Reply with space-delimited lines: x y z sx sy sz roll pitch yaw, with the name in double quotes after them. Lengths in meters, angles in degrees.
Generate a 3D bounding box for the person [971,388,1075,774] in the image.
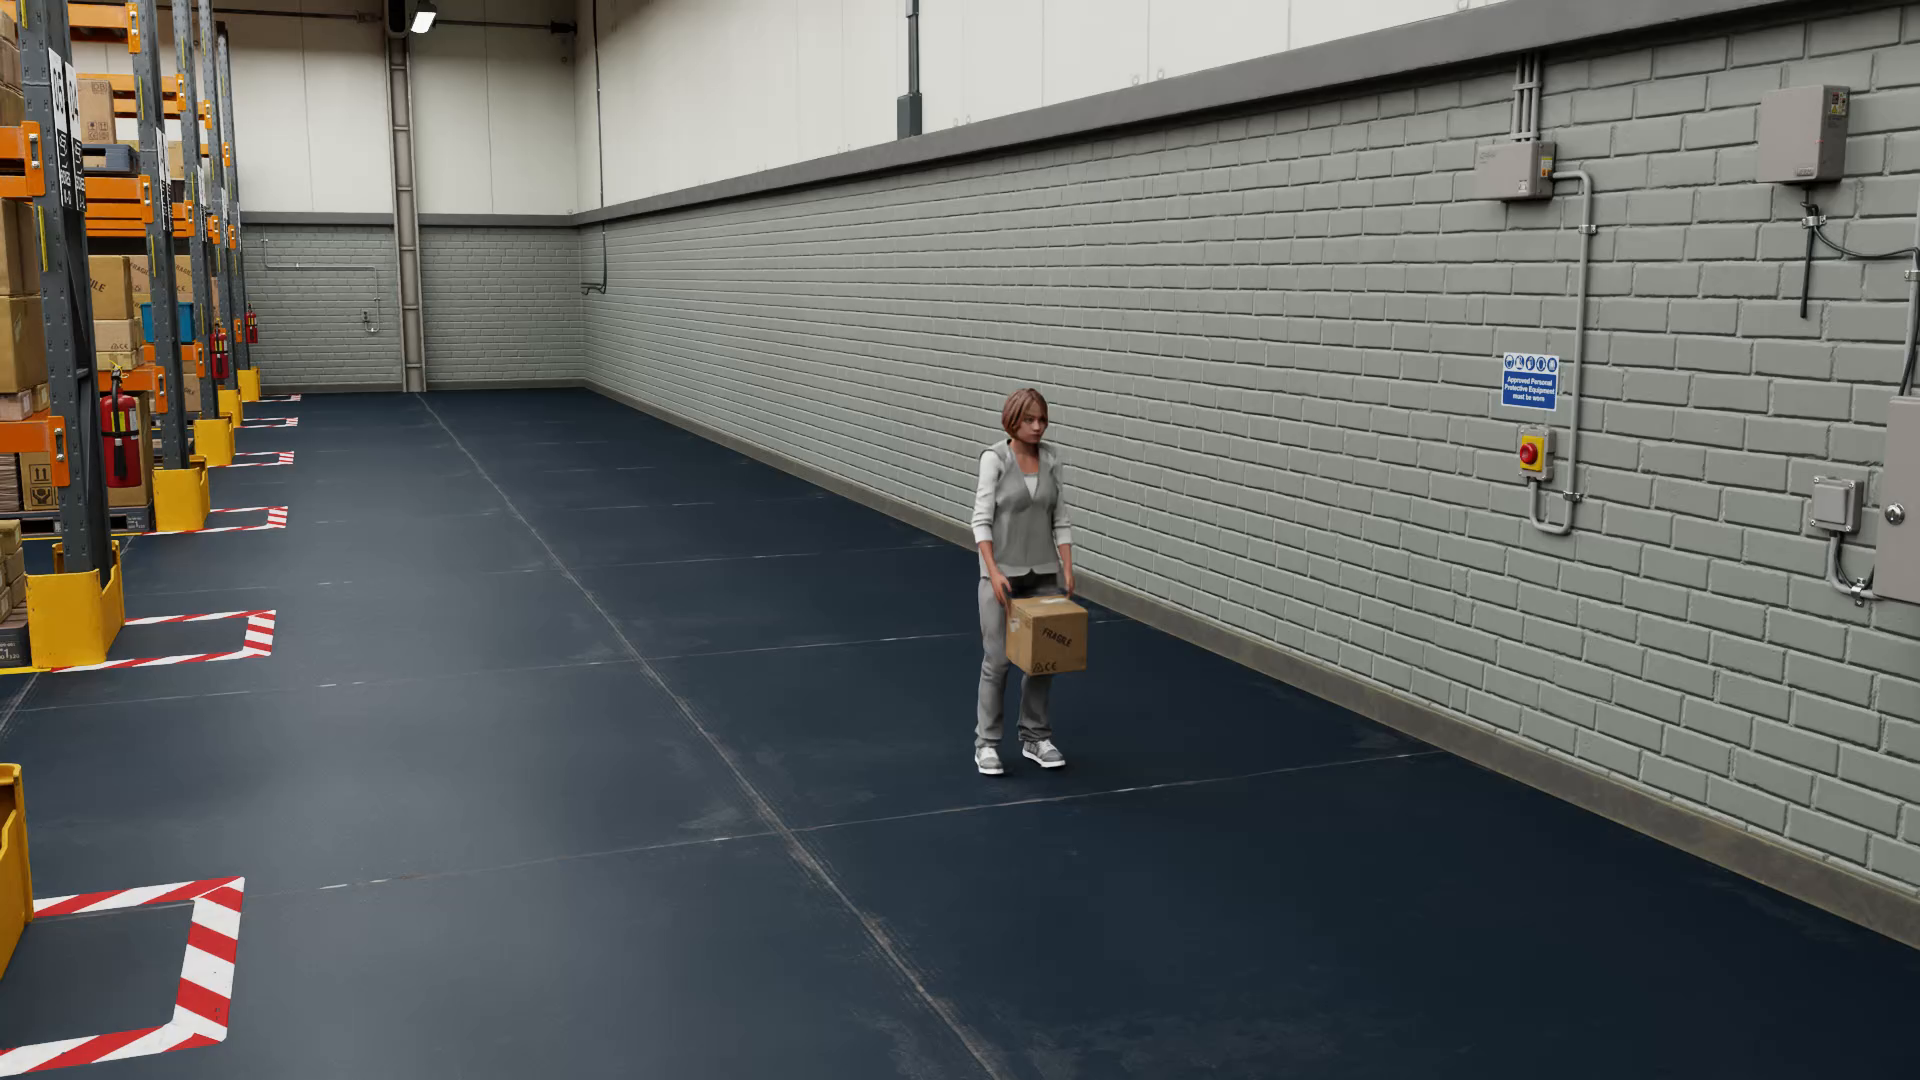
0.260 0.170 6.960 0.447 1.587 0.347 -4 10 -22 "person"
